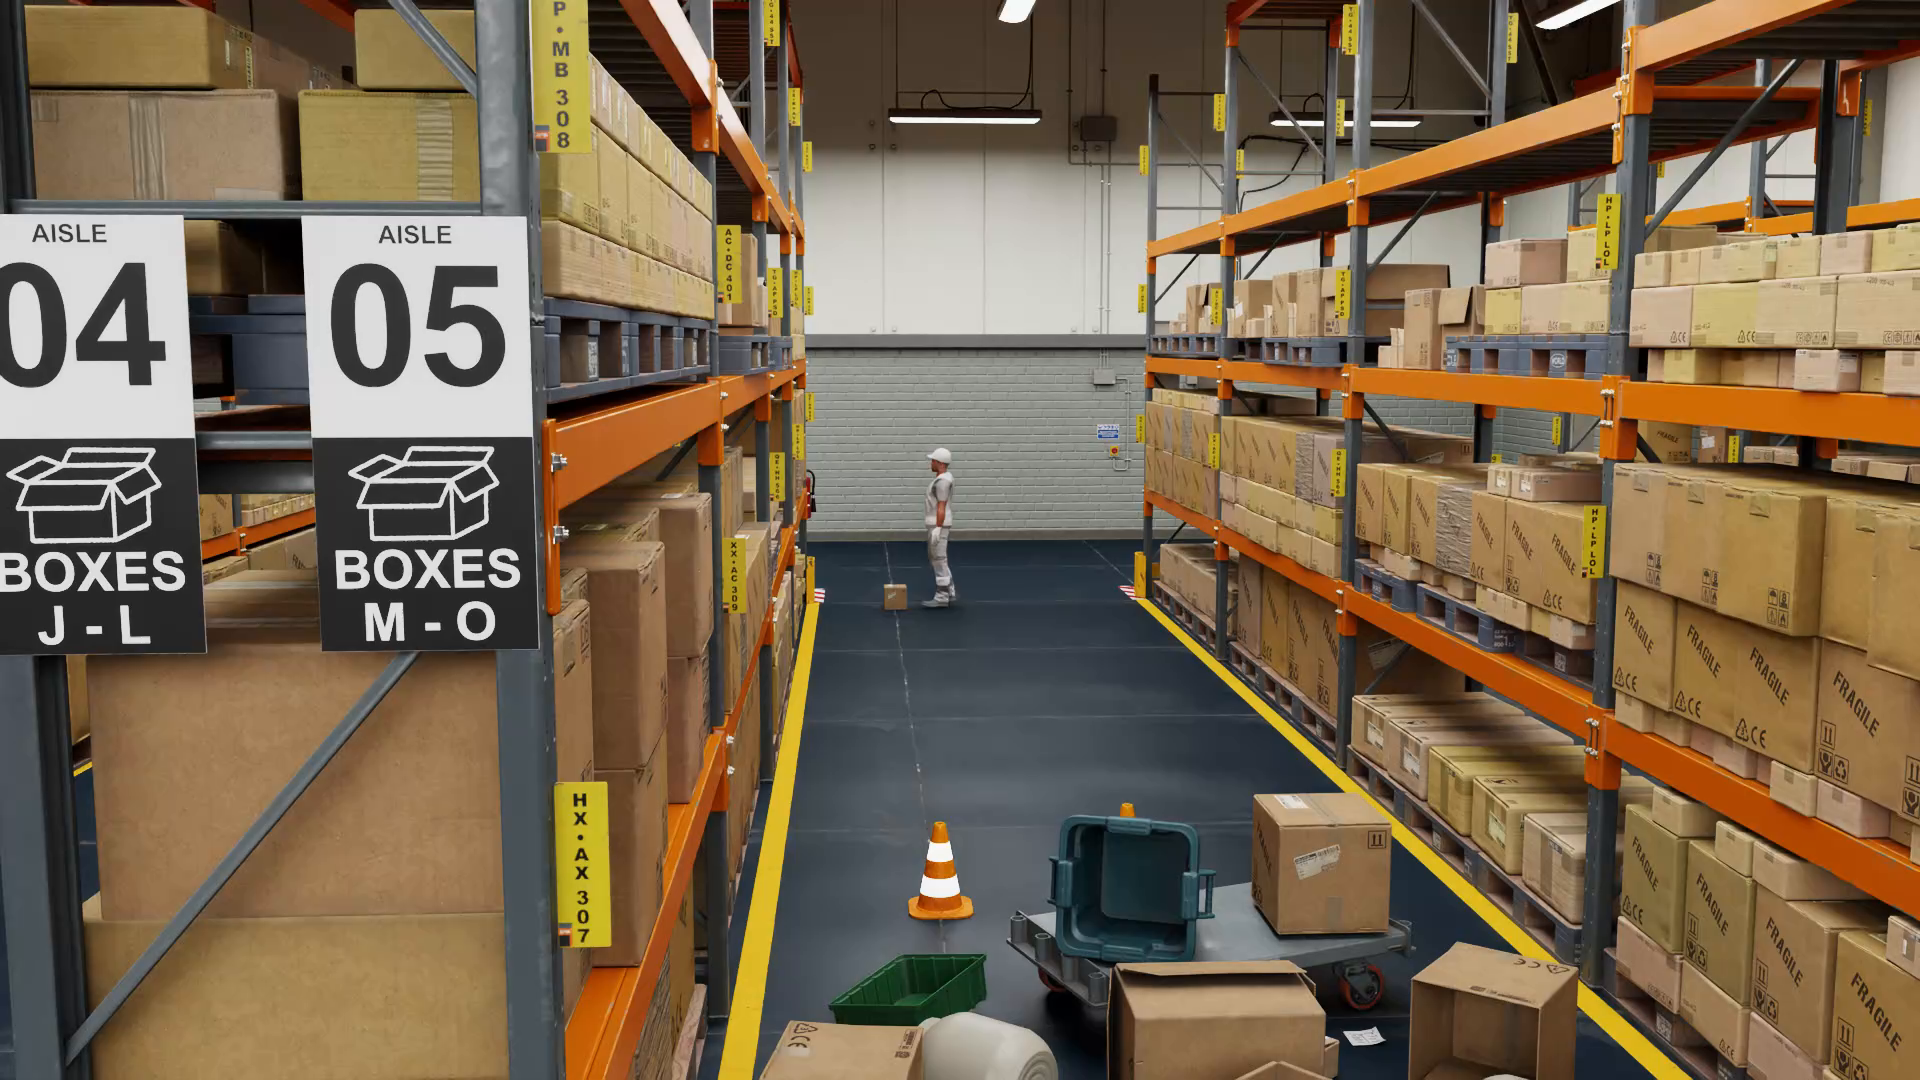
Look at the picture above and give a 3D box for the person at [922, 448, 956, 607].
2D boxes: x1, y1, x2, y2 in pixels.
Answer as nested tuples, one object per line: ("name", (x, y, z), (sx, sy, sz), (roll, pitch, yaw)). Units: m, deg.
("person", (-0.239, -0.132, 18.659), (0.381, 1.804, 0.576), (0, 7, 1))
